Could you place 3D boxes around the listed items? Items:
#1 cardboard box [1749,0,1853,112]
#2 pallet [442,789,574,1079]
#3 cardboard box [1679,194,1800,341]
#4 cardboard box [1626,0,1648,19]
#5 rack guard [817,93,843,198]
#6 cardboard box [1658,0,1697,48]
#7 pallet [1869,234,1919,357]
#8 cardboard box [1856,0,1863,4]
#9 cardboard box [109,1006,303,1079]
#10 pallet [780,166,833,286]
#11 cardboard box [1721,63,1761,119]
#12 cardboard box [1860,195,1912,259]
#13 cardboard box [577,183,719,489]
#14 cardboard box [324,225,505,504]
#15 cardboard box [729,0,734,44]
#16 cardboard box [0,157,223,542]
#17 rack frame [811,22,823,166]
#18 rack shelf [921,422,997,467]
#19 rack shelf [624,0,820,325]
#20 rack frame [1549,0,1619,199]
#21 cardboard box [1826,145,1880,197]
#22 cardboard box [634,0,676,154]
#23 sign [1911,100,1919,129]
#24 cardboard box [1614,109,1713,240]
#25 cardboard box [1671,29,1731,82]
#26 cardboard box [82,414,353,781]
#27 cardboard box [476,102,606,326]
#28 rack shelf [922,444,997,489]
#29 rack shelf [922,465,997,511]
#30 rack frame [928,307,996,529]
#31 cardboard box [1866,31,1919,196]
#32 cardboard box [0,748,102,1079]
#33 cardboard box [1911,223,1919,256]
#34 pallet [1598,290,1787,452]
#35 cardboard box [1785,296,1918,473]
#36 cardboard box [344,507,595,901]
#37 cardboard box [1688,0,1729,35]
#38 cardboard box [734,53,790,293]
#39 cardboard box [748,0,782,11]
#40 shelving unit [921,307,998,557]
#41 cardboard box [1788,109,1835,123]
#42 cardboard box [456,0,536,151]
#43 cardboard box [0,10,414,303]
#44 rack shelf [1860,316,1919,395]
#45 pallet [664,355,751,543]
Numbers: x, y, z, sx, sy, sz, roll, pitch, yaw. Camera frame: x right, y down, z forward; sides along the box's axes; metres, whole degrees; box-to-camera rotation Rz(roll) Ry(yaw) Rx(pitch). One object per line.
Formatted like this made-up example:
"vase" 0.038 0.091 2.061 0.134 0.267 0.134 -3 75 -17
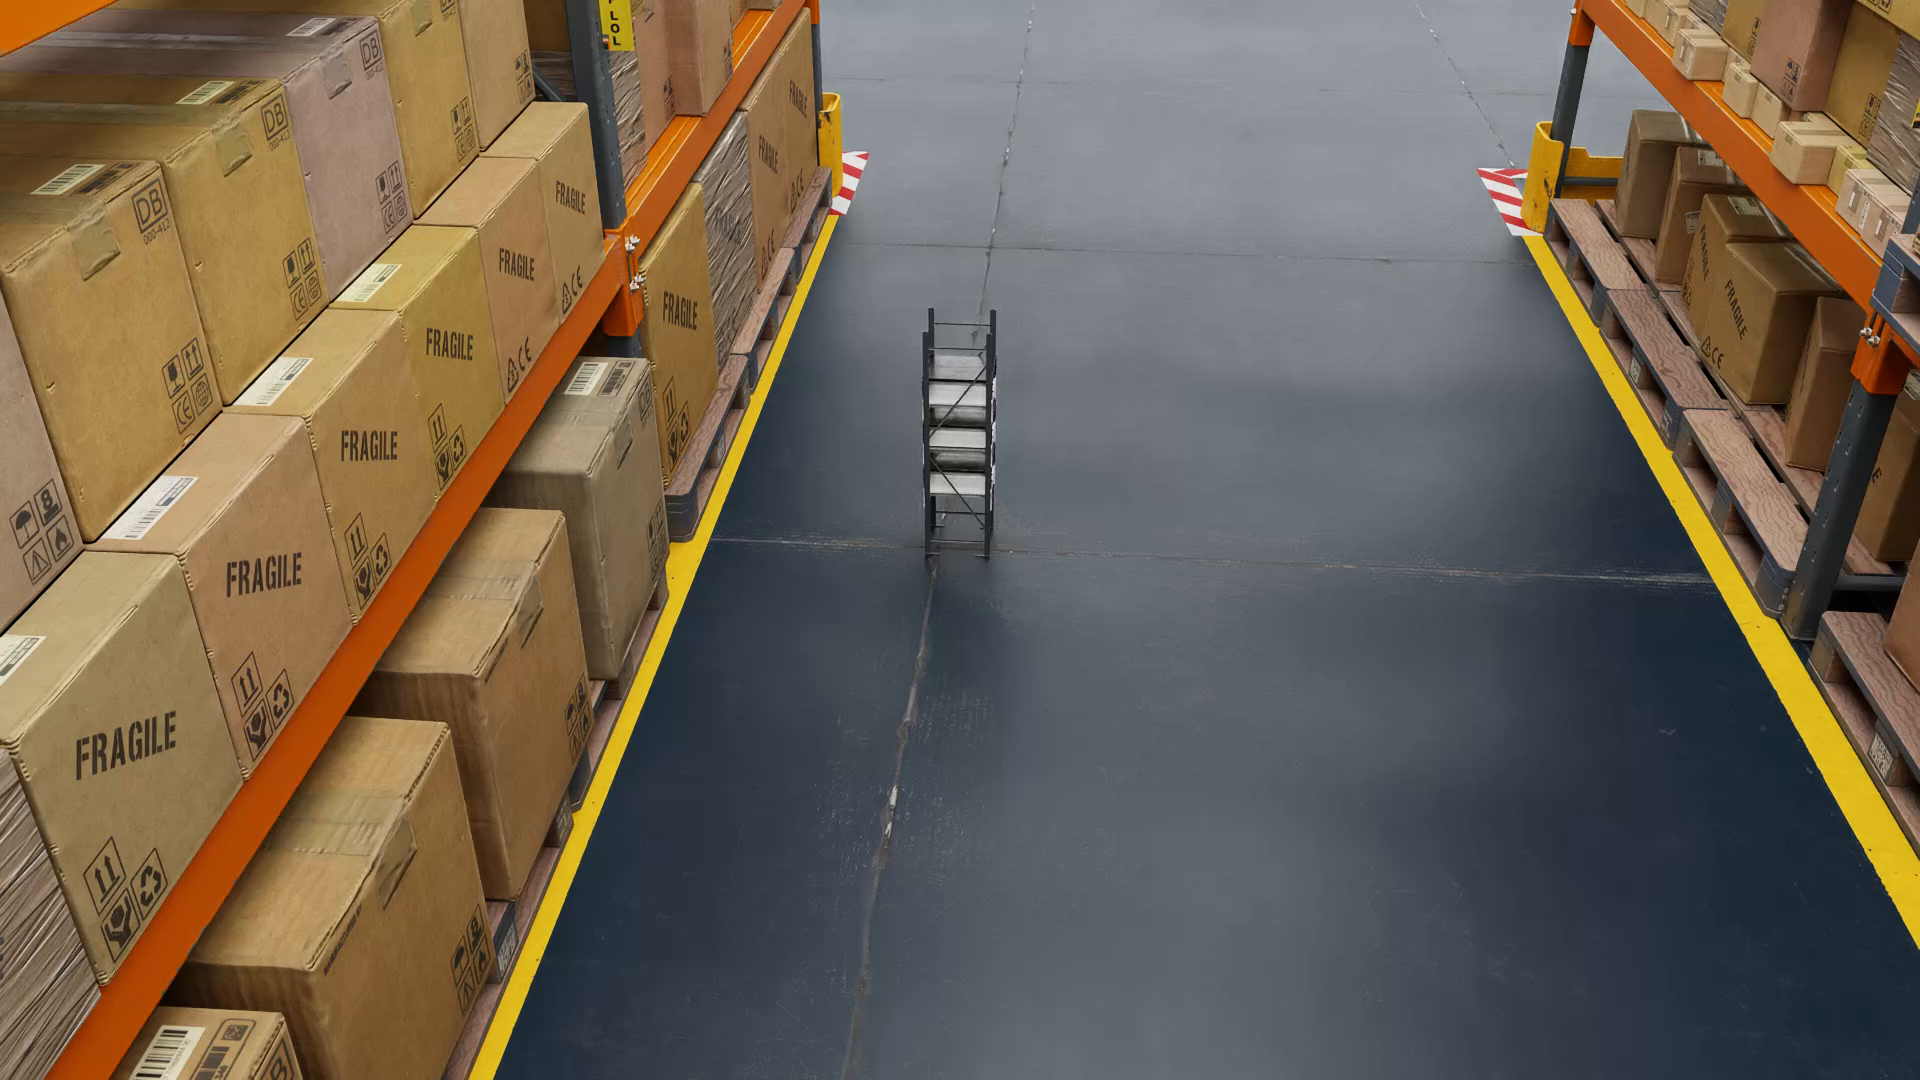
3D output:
"cardboard box" 3.456 -1.867 6.042 0.875 0.500 0.500 2 32 4
"pallet" -1.678 1.029 4.378 1.003 0.211 1.213 2 32 4
"cardboard box" 3.516 -1.179 7.287 0.500 0.500 0.500 5 32 9
"cardboard box" 3.332 -2.525 7.728 0.380 0.149 0.250 2 32 4
"rack guard" -1.266 -2.244 9.415 1.175 0.500 0.348 2 32 4
"cardboard box" 3.305 -2.263 7.303 0.380 0.149 0.250 2 32 4
"pallet" 3.135 -0.464 4.327 1.003 0.211 1.213 2 32 4
"cardboard box" 3.144 -2.043 5.374 0.500 0.500 0.500 2 32 4
"cardboard box" -1.780 1.352 2.941 1.050 0.750 0.750 2 32 3
"pallet" -1.255 -1.687 8.787 1.003 0.211 1.213 2 32 4
"cardboard box" 3.203 -1.741 6.456 0.380 0.149 0.250 2 32 4
"cardboard box" 3.066 -0.957 5.184 0.380 0.149 0.250 2 32 4
"cardboard box" -1.472 -0.804 6.321 0.875 0.875 0.875 3 32 5
"cardboard box" -1.452 -0.434 4.000 0.500 0.500 0.500 3 32 5
"cardboard box" -1.448 -2.309 6.994 0.875 0.550 0.500 2 32 4
"cardboard box" -1.793 -0.348 2.907 0.700 0.500 0.500 2 32 3
"rack frame" -1.268 -3.296 8.739 1.000 3.000 0.127 2 32 4
"rack shelf" -0.001 -0.350 6.025 0.258 0.077 0.200 2 32 4
"rack shelf" -1.431 -1.944 7.231 1.077 0.370 4.000 2 32 4
"rack frame" 3.668 -3.031 8.309 1.000 3.000 0.127 2 32 4
"cardboard box" 3.176 -1.216 5.603 0.380 0.149 0.250 2 32 4
"cardboard box" -1.553 -1.750 6.088 0.875 0.550 0.550 2 32 4
"sign" 2.800 -1.327 4.719 0.100 0.325 0.005 2 32 4
"cardboard box" 3.600 -1.820 8.326 0.500 0.500 0.500 8 33 13
"cardboard box" 3.188 -2.005 6.884 0.380 0.149 0.250 2 32 4
"cardboard box" -1.533 0.092 3.146 0.500 0.500 0.500 2 32 4
"cardboard box" -1.369 -0.962 4.857 0.500 0.500 0.500 2 32 4
"rack shelf" -0.001 -0.274 6.072 0.258 0.077 0.200 2 32 4
"rack shelf" -0.001 -0.197 6.119 0.258 0.077 0.200 2 32 4
"rack frame" 0.008 -0.432 6.093 0.240 0.900 0.006 2 32 4
"cardboard box" 3.440 -1.341 5.189 0.875 0.500 0.500 2 32 4
"cardboard box" -1.613 0.622 2.287 0.500 0.500 0.500 3 32 5
"cardboard box" 3.138 -0.964 3.983 1.000 1.000 1.000 3 32 4
"pallet" 3.458 -0.745 7.257 1.003 0.211 1.213 2 32 4
"cardboard box" 3.453 -0.561 6.284 0.500 0.500 0.500 13 34 19
"cardboard box" -1.637 0.408 4.474 1.050 0.750 0.750 2 32 4
"cardboard box" 3.591 -2.388 6.886 0.875 0.500 0.500 2 32 4
"cardboard box" -1.327 -1.752 7.859 0.875 0.875 0.875 2 32 3
"cardboard box" -1.276 -2.875 7.913 0.875 0.550 0.550 2 32 4
"shelving unit" -0.001 -0.379 6.007 0.258 0.900 0.210 2 32 4
"cardboard box" 3.238 -1.476 6.026 0.380 0.149 0.250 2 32 4
"cardboard box" -1.628 -1.412 4.635 0.700 0.500 0.500 2 32 3
"cardboard box" -1.709 -0.879 3.769 0.700 0.500 0.500 3 32 4
"rack shelf" 3.179 0.413 3.407 1.077 0.370 4.000 2 32 4
"pallet" -1.454 -0.411 6.716 1.003 0.211 1.213 2 32 4
